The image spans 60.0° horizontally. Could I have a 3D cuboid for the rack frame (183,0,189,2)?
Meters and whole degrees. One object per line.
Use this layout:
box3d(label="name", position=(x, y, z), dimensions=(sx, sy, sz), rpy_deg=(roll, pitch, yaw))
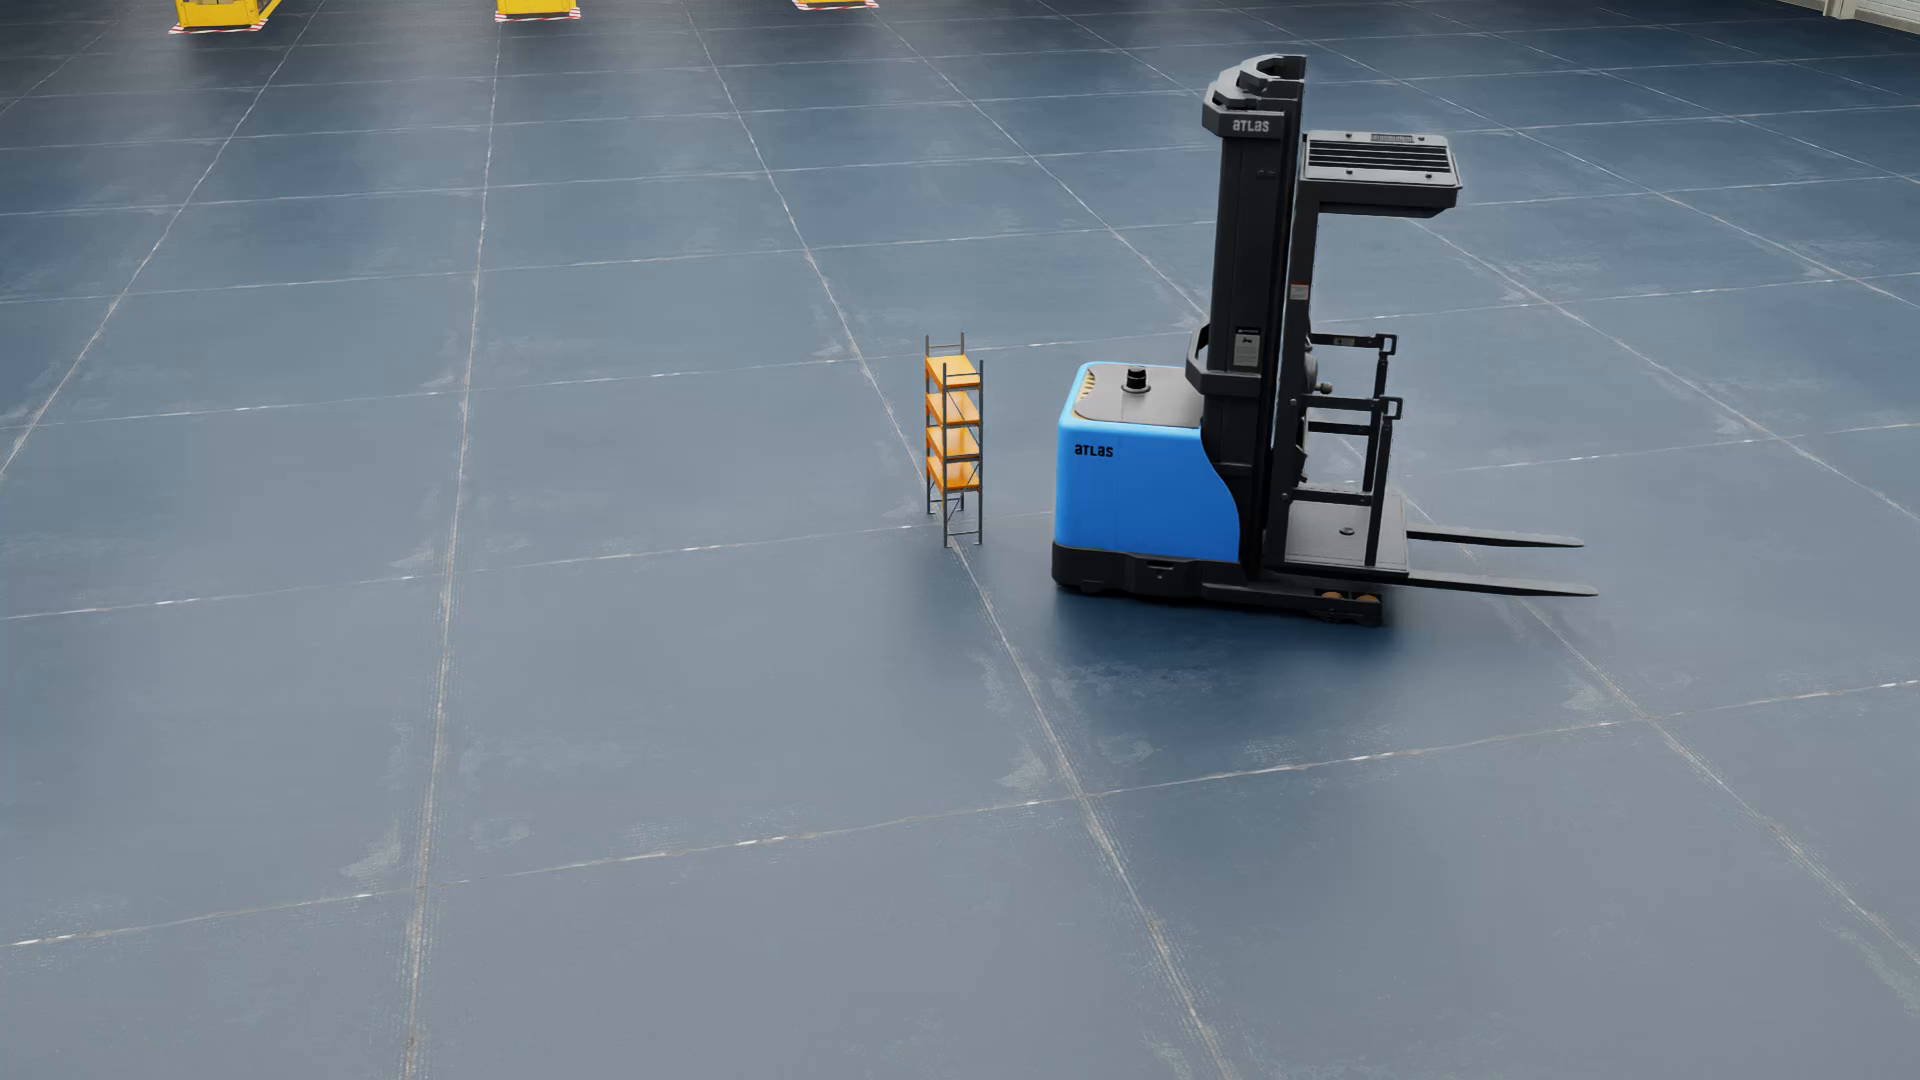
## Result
box3d(label="rack frame", position=(-11.845, -9.612, 25.965), dimensions=(1.000, 3.000, 0.127), rpy_deg=(-6, 27, -12))

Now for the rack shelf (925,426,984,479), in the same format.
box3d(label="rack shelf", position=(-0.037, -0.548, 10.154), dimensions=(0.258, 0.148, 0.480), rpy_deg=(-6, 27, -12))

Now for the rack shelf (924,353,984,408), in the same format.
box3d(label="rack shelf", position=(-0.037, -0.959, 9.947), dimensions=(0.258, 0.148, 0.480), rpy_deg=(-6, 27, -12))

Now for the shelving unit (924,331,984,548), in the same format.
box3d(label="shelving unit", position=(-0.037, -0.608, 10.124), dimensions=(0.258, 1.200, 0.503), rpy_deg=(-6, 27, -12))

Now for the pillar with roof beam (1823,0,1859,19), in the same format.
box3d(label="pillar with roof beam", position=(10.177, -12.133, 24.301), dimensions=(9.100, 9.000, 0.400), rpy_deg=(-6, 27, -12))

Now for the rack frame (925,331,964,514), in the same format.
box3d(label="rack frame", position=(-0.092, -0.715, 10.336), dimensions=(0.240, 1.200, 0.015), rpy_deg=(-6, 27, -12))

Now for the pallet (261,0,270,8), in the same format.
box3d(label="pallet", position=(-12.329, -9.233, 28.309), dimensions=(1.003, 0.211, 1.213), rpy_deg=(-6, 27, -12))

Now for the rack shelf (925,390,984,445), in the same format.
box3d(label="rack shelf", position=(-0.037, -0.748, 10.053), dimensions=(0.258, 0.148, 0.480), rpy_deg=(-6, 27, -12))

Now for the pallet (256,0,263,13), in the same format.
box3d(label="pallet", position=(-12.058, -8.699, 27.250), dimensions=(1.003, 0.211, 1.213), rpy_deg=(-6, 27, -12))

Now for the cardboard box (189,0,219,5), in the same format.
box3d(label="cardboard box", position=(-12.254, -8.778, 26.897), dimensions=(0.500, 0.250, 0.500), rpy_deg=(-6, 27, -12))

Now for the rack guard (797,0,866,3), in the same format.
box3d(label="rack guard", position=(-2.210, -9.534, 28.584), dimensions=(1.175, 0.500, 0.348), rpy_deg=(-6, 27, -12))

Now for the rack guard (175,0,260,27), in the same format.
box3d(label="rack guard", position=(-11.839, -8.486, 26.508), dimensions=(1.175, 0.500, 0.348), rpy_deg=(-6, 27, -12))

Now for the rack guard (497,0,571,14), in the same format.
box3d(label="rack guard", position=(-7.081, -9.026, 27.578), dimensions=(1.175, 0.500, 0.348), rpy_deg=(-6, 27, -12))

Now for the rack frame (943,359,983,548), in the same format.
box3d(label="rack frame", position=(0.018, -0.501, 9.911), dimensions=(0.240, 1.200, 0.015), rpy_deg=(-6, 27, -12))

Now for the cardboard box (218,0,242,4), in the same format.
box3d(label="cardboard box", position=(-11.749, -8.830, 27.001), dimensions=(0.500, 0.250, 0.500), rpy_deg=(-6, 27, -12))

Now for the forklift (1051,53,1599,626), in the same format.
box3d(label="forklift", position=(2.102, -1.092, 9.161), dimensions=(3.031, 2.935, 1.130), rpy_deg=(5, 27, 10))

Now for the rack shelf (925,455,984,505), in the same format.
box3d(label="rack shelf", position=(-0.037, -0.371, 10.243), dimensions=(0.258, 0.148, 0.480), rpy_deg=(-6, 27, -12))
